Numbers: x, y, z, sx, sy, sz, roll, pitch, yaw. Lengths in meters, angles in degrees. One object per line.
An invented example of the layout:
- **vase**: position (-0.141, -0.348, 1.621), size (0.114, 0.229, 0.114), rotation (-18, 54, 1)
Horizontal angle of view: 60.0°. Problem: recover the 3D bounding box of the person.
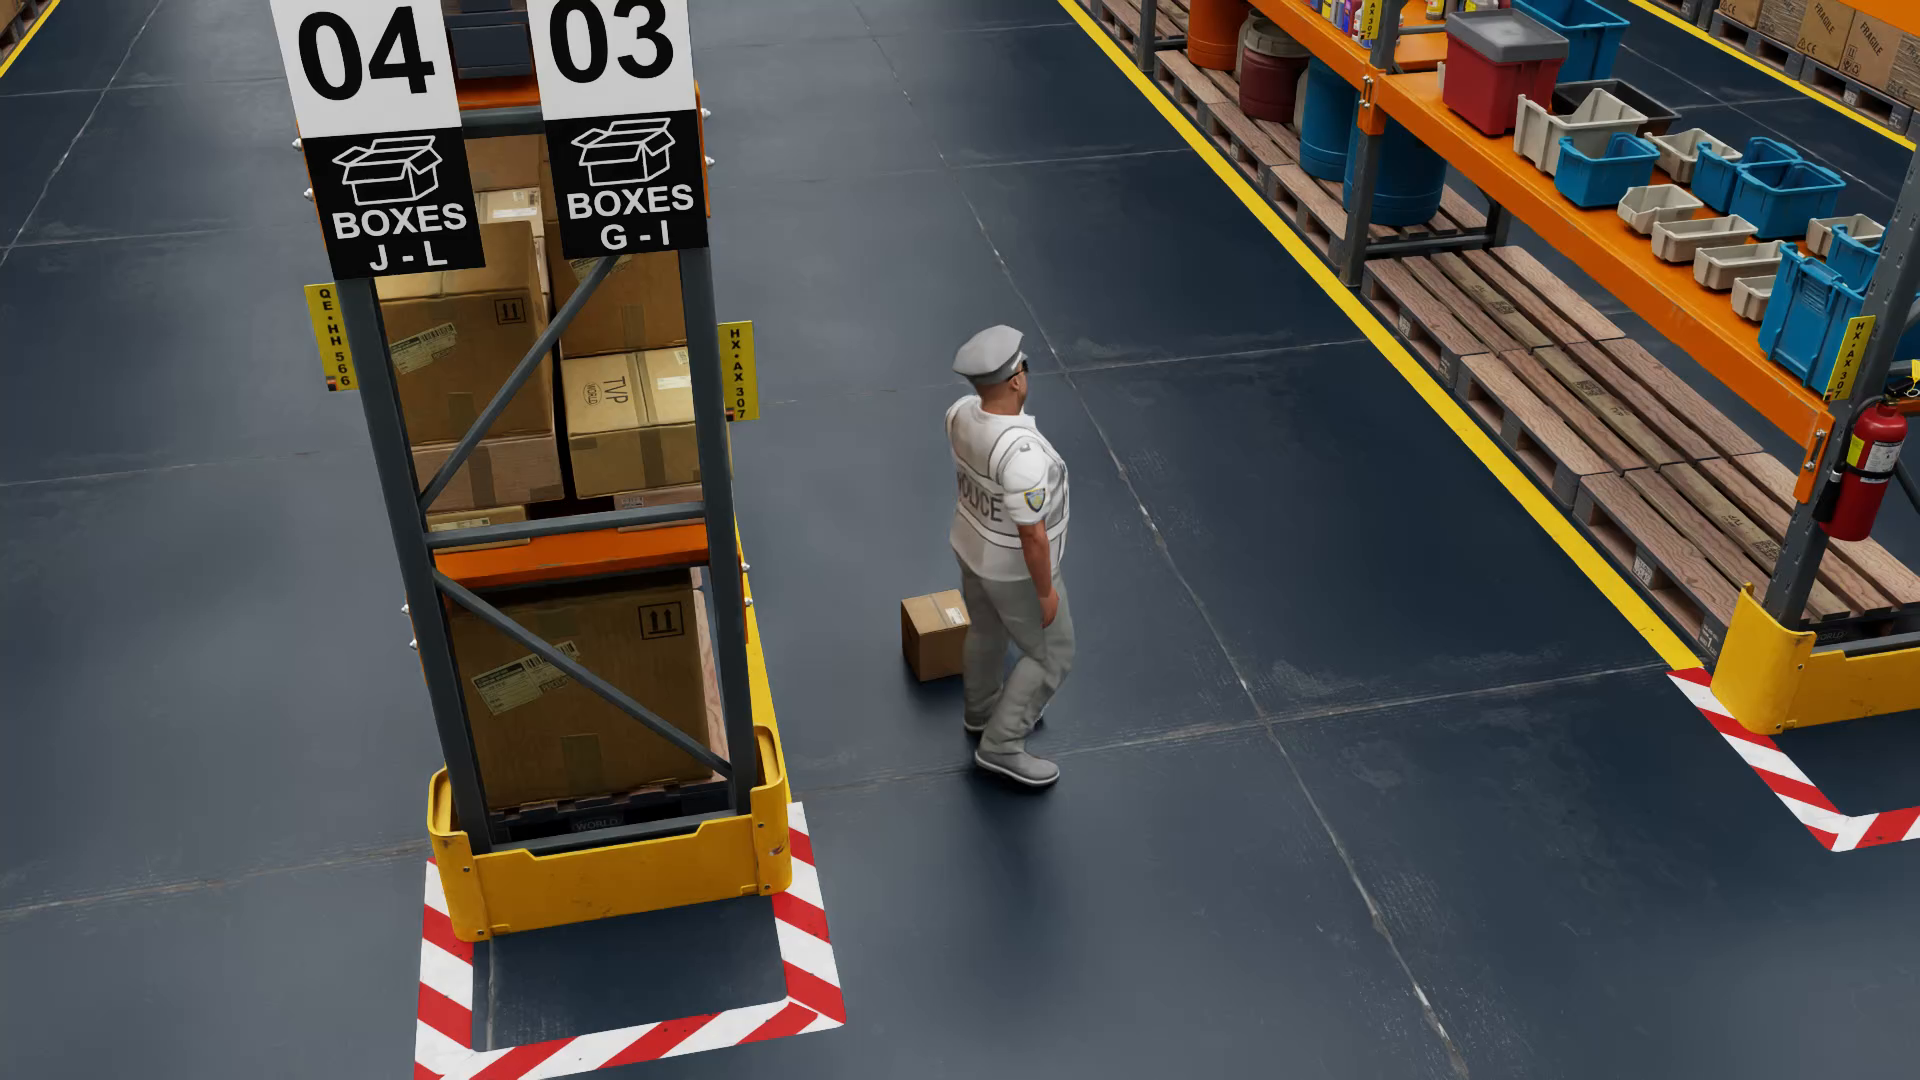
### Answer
- **person**: position (0.184, 0.064, 6.010), size (0.421, 1.760, 0.622), rotation (-16, 37, -22)
